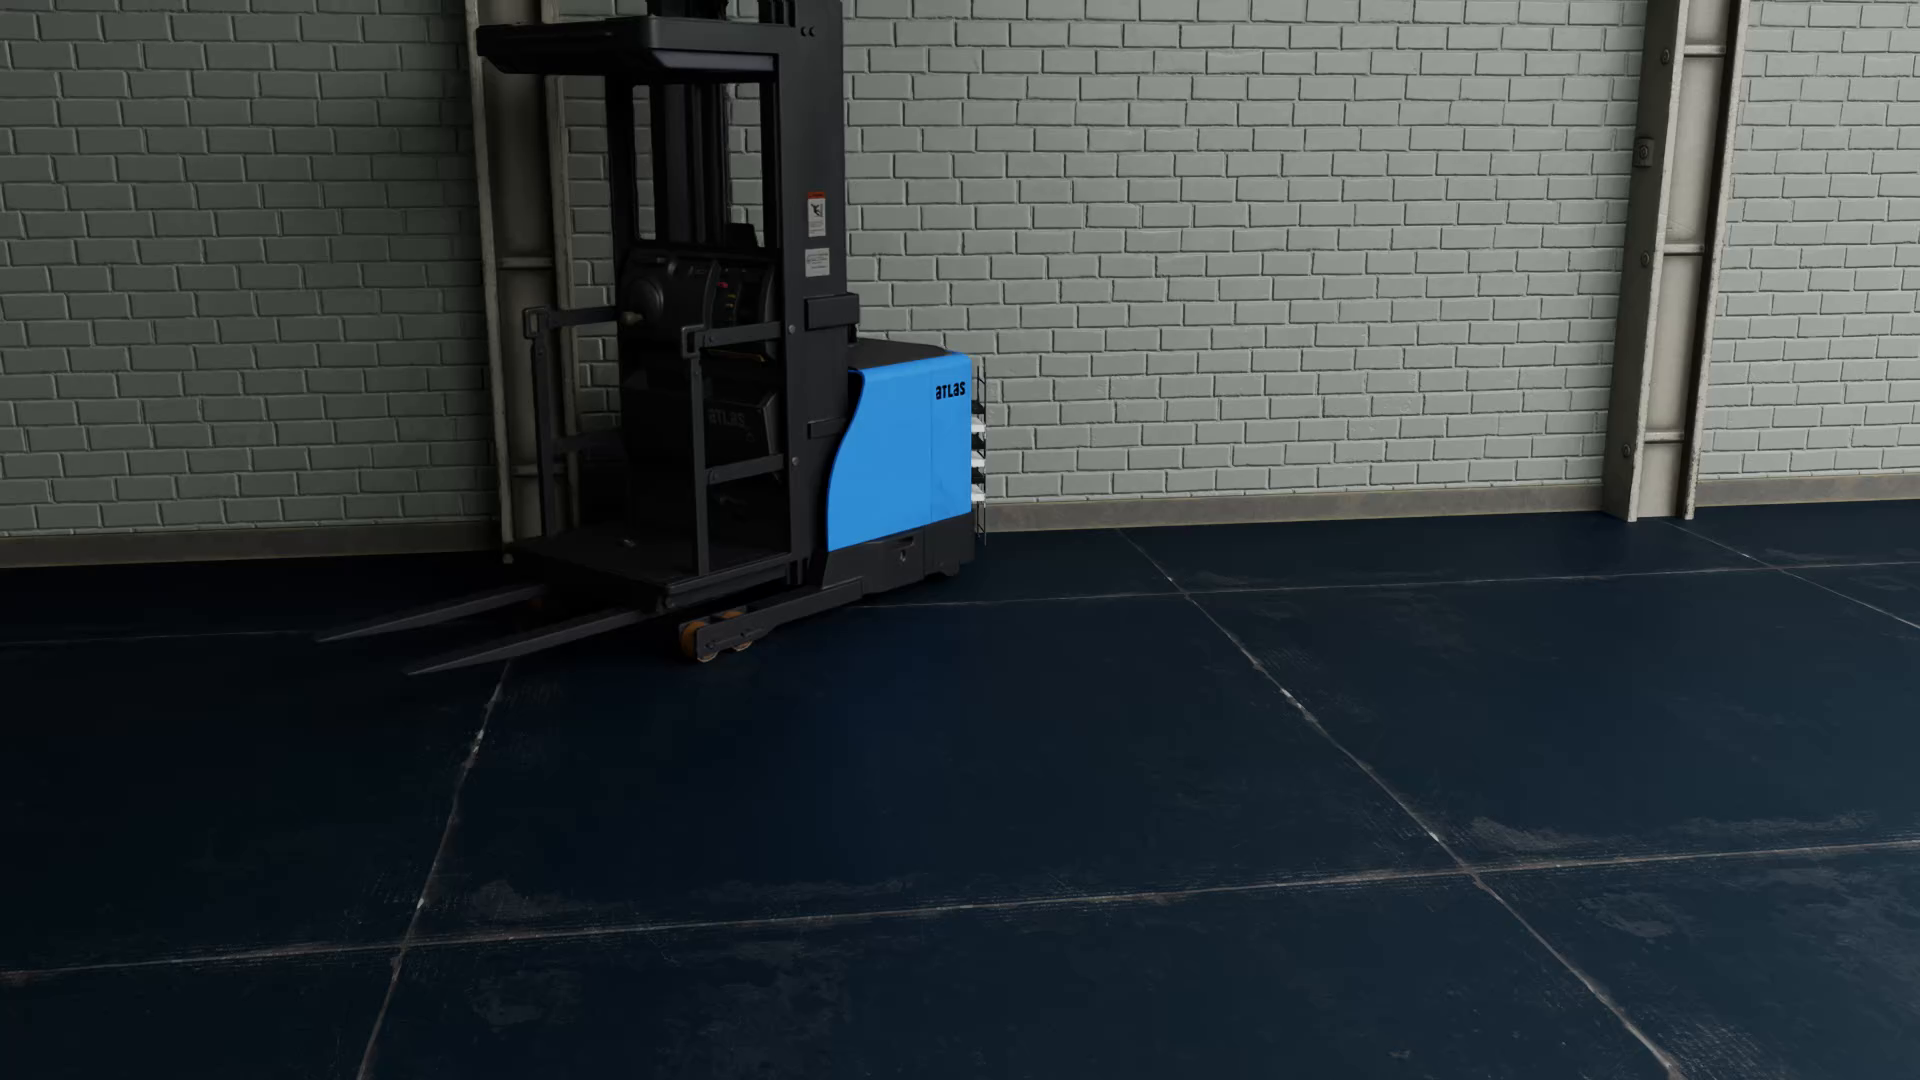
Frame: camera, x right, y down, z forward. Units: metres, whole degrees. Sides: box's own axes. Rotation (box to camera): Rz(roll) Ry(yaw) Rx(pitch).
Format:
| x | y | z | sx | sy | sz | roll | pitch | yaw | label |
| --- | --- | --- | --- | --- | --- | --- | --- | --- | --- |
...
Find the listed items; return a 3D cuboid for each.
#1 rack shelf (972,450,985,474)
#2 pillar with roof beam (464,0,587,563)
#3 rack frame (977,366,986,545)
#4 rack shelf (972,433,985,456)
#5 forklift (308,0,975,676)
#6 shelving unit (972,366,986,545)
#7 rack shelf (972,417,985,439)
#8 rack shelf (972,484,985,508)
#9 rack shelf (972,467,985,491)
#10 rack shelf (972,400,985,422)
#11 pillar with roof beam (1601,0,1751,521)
| x | y | z | sx | sy | sz | roll | pitch | yaw | label |
| --- | --- | --- | --- | --- | --- | --- | --- | --- | --- |
| 0.011 | -0.403 | 8.614 | 0.200 | 0.077 | 0.258 | -2 | 14 | -9 | rack shelf |
| -1.456 | -3.258 | 3.212 | 0.400 | 9.000 | 9.100 | -2 | 14 | -8 | pillar with roof beam |
| 0.111 | -0.439 | 8.622 | 0.006 | 0.900 | 0.240 | -2 | 14 | -9 | rack frame |
| 0.011 | -0.490 | 8.592 | 0.200 | 0.077 | 0.258 | -2 | 14 | -9 | rack shelf |
| -1.255 | -1.063 | 6.934 | 1.130 | 2.935 | 3.031 | 11 | 18 | 38 | forklift |
| 0.011 | -0.435 | 8.606 | 0.210 | 0.900 | 0.258 | -2 | 14 | -9 | shelving unit |
| 0.011 | -0.577 | 8.570 | 0.200 | 0.077 | 0.258 | -2 | 14 | -9 | rack shelf |
| 0.011 | -0.228 | 8.658 | 0.200 | 0.077 | 0.258 | -2 | 14 | -9 | rack shelf |
| 0.011 | -0.315 | 8.636 | 0.200 | 0.077 | 0.258 | -2 | 14 | -9 | rack shelf |
| 0.011 | -0.664 | 8.548 | 0.200 | 0.077 | 0.258 | -2 | 14 | -9 | rack shelf |
| 4.477 | -3.475 | 4.079 | 0.400 | 9.000 | 9.100 | -2 | 14 | -8 | pillar with roof beam |
